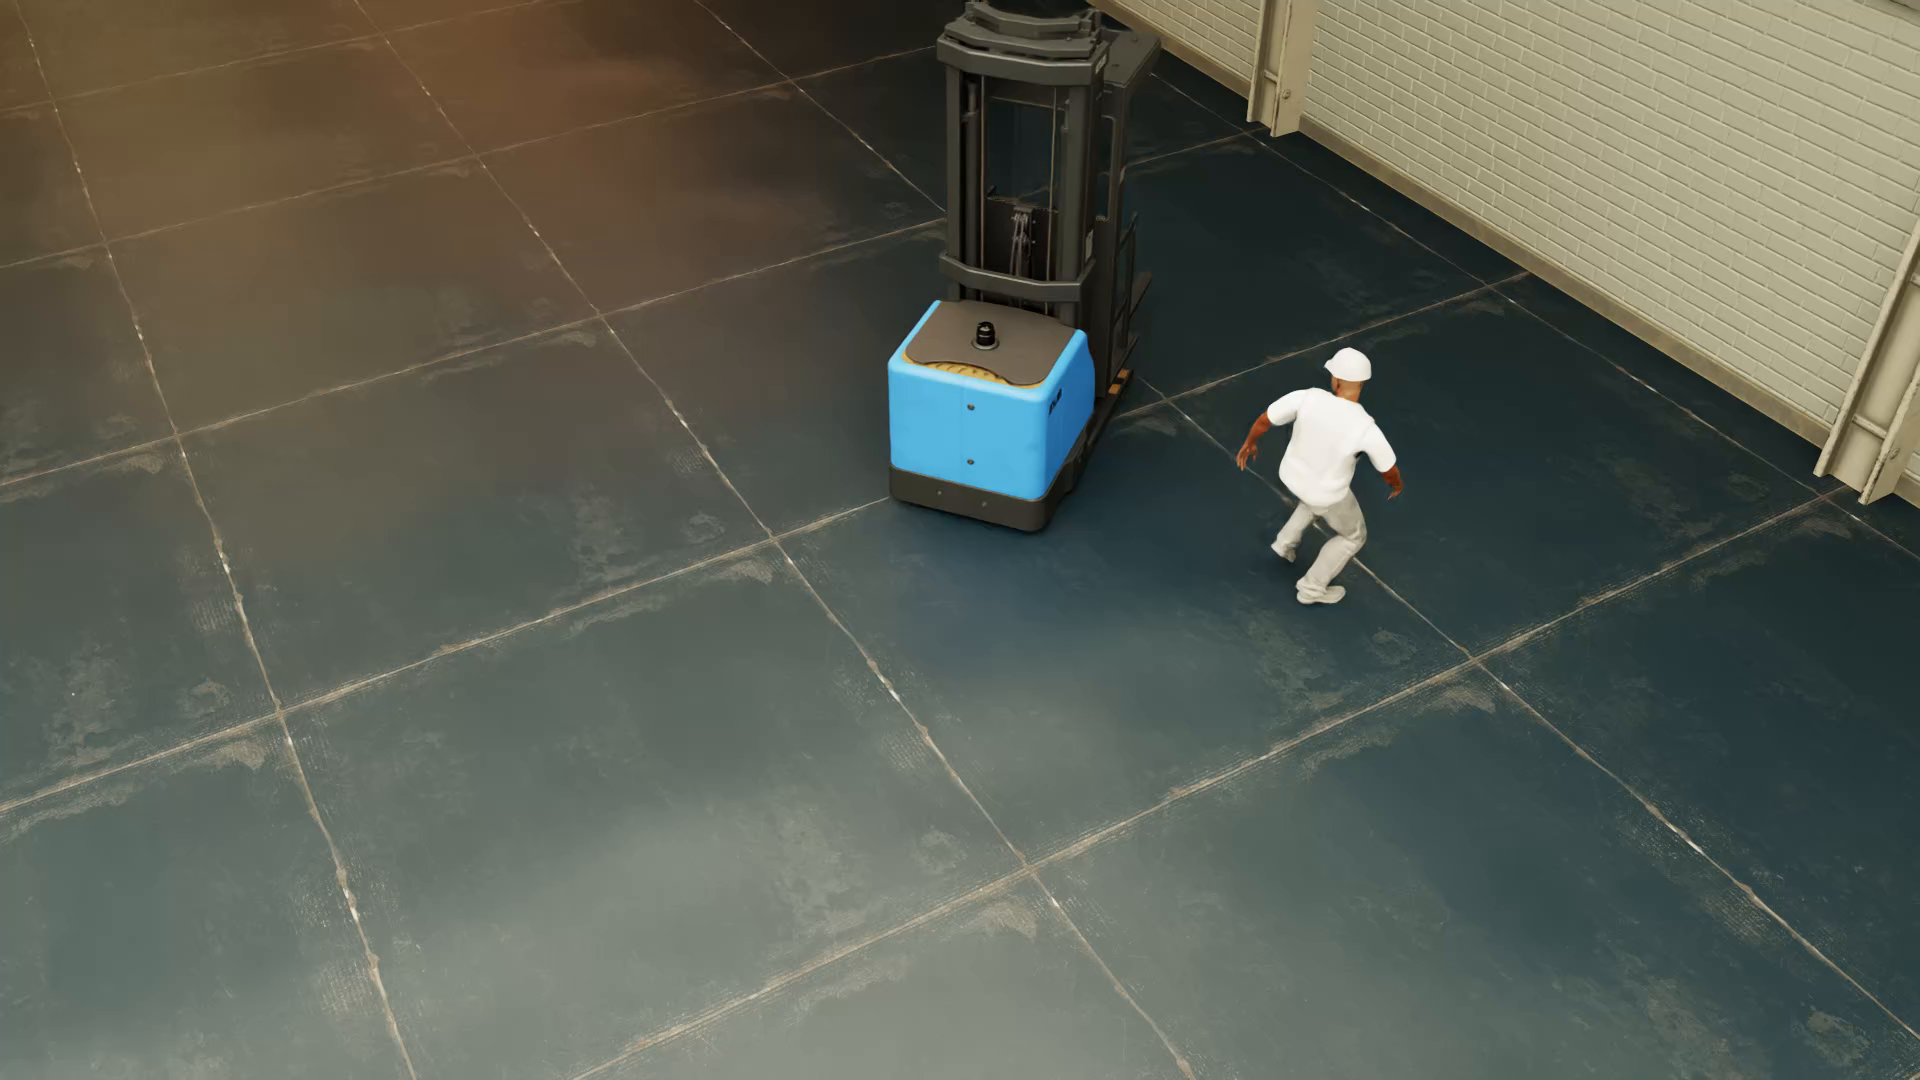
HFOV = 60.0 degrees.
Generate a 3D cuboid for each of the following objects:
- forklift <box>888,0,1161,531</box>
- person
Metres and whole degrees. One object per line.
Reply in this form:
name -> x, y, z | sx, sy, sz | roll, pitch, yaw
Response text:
forklift -> 0.564, -2.128, 10.602 | 1.130, 2.935, 3.031 | 14, 42, 16
person -> 2.086, -0.376, 9.478 | 0.693, 1.674, 0.807 | -22, 45, -25
